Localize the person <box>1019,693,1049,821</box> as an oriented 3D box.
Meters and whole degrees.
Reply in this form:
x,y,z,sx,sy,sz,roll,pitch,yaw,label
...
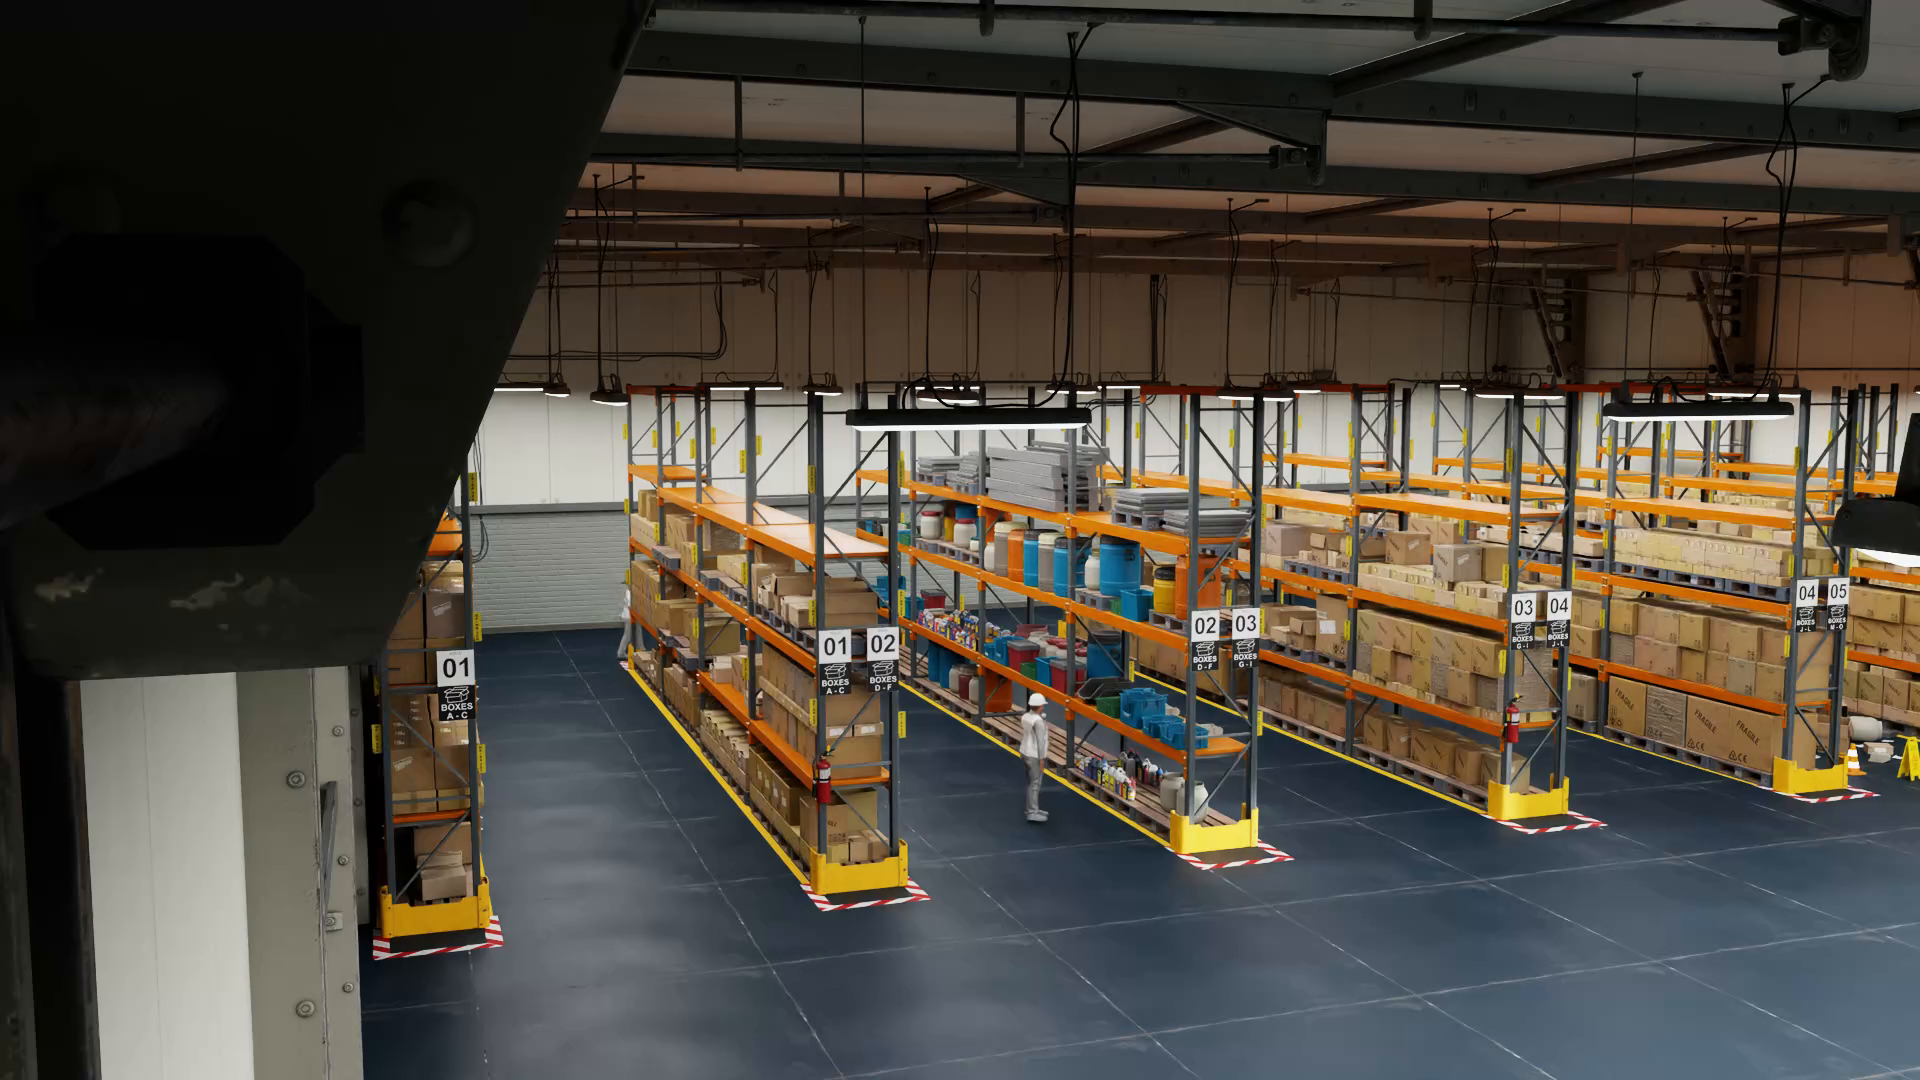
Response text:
x,y,z,sx,sy,sz,roll,pitch,yaw,label
1.064,3.034,23.340,0.409,1.790,0.557,-2,6,-20,person

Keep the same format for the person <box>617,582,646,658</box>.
x,y,z,sx,sy,sz,roll,pitch,yaw,label
-7.113,1.695,36.342,0.847,1.761,0.642,-4,7,-32,person
